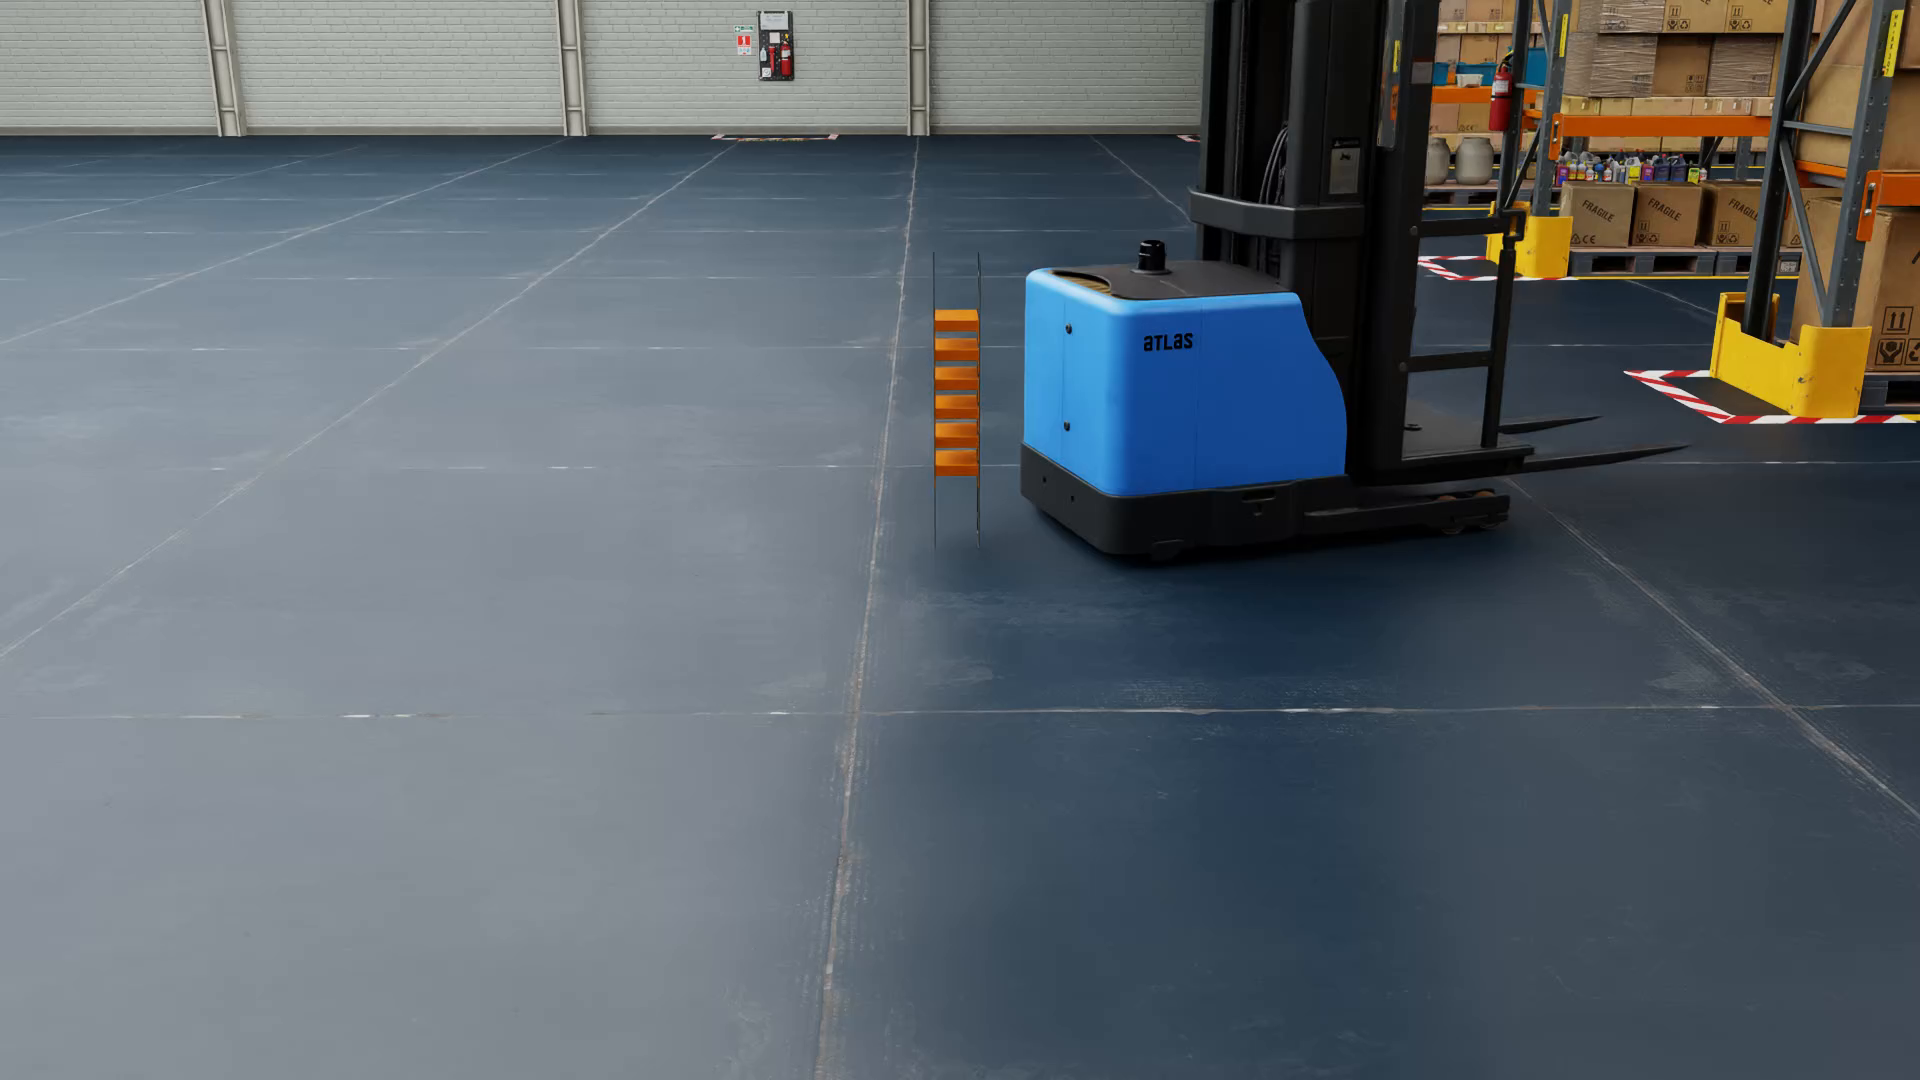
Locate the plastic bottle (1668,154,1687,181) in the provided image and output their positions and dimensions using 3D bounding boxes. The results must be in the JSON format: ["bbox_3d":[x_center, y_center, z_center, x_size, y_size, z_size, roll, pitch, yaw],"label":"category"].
[{"bbox_3d":[8.101,-4.179,18.782,0.185,0.351,0.144,-1,18,-2],"label":"plastic bottle"}]

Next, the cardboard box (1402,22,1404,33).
[{"bbox_3d":[6.094,-7.114,23.088,0.250,0.149,0.380,-1,18,-3],"label":"cardboard box"}]

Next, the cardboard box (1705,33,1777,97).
[{"bbox_3d":[6.368,-4.002,13.962,0.500,0.500,0.875,0,18,-1],"label":"cardboard box"}]

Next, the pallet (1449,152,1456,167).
[{"bbox_3d":[6.647,-5.510,23.877,1.213,0.211,1.003,0,18,-1],"label":"pallet"}]

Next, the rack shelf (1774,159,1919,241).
[{"bbox_3d":[6.796,-1.942,9.369,4.000,0.370,1.077,0,18,-1],"label":"rack shelf"}]

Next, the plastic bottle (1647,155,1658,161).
[{"bbox_3d":[8.092,-4.357,19.459,0.135,0.276,0.152,0,18,1],"label":"plastic bottle"}]

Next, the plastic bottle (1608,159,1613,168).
[{"bbox_3d":[7.421,-4.178,18.887,0.133,0.283,0.061,0,18,-1],"label":"plastic bottle"}]

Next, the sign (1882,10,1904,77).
[{"bbox_3d":[4.799,-2.555,8.556,0.005,0.325,0.100,0,18,-1],"label":"sign"}]

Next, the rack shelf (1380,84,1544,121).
[{"bbox_3d":[6.740,-4.970,18.808,4.000,0.370,1.077,0,18,-1],"label":"rack shelf"}]

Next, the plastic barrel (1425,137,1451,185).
[{"bbox_3d":[5.398,-4.345,19.067,0.421,0.512,0.421,0,18,0],"label":"plastic barrel"}]

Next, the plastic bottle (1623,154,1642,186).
[{"bbox_3d":[7.586,-4.177,18.774,0.185,0.351,0.144,0,18,-1],"label":"plastic bottle"}]

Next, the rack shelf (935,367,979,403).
[{"bbox_3d":[-0.014,-0.643,6.841,0.180,0.103,0.258,0,18,-1],"label":"rack shelf"}]

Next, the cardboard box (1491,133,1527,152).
[{"bbox_3d":[7.705,-5.658,23.587,0.500,0.250,0.500,0,18,-1],"label":"cardboard box"}]

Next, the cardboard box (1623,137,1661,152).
[{"bbox_3d":[9.584,-5.654,23.577,0.500,0.250,0.500,0,18,1],"label":"cardboard box"}]

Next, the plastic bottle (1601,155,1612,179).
[{"bbox_3d":[7.572,-4.372,19.493,0.133,0.283,0.061,1,18,2],"label":"plastic bottle"}]

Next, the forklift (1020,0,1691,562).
[{"bbox_3d":[1.843,-1.563,7.122,3.031,2.935,1.130,-6,19,-19],"label":"forklift"}]

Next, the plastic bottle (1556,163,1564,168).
[{"bbox_3d":[6.982,-4.278,19.335,0.097,0.201,0.097,0,18,0],"label":"plastic bottle"}]

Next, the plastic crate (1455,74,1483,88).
[{"bbox_3d":[5.641,-5.084,18.416,0.250,0.136,0.298,0,18,-1],"label":"plastic crate"}]

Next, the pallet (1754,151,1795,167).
[{"bbox_3d":[11.841,-5.535,23.955,1.213,0.211,1.003,0,18,-1],"label":"pallet"}]

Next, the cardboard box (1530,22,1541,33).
[{"bbox_3d":[7.888,-7.122,23.114,0.250,0.149,0.380,-1,18,-2],"label":"cardboard box"}]

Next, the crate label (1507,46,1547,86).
[{"bbox_3d":[6.577,-5.411,18.948,0.616,0.435,0.502,0,18,-1],"label":"crate label"}]

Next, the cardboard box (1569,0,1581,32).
[{"bbox_3d":[5.365,-4.534,13.983,0.500,0.500,0.500,0,18,-1],"label":"cardboard box"}]

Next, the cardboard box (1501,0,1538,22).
[{"bbox_3d":[7.717,-7.494,23.210,0.500,0.500,0.700,0,18,-1],"label":"cardboard box"}]

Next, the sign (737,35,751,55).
[{"bbox_3d":[-3.755,-8.613,28.928,0.234,0.329,0.001,0,18,-1],"label":"sign"}]

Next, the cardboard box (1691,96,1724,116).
[{"bbox_3d":[6.108,-3.598,13.764,0.250,0.149,0.380,0,18,-1],"label":"cardboard box"}]

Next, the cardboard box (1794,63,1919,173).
[{"bbox_3d":[5.166,-2.362,9.255,0.550,0.550,0.875,0,18,-1],"label":"cardboard box"}]

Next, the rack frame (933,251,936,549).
[{"bbox_3d":[-0.106,-0.571,6.863,0.006,1.200,0.240,0,18,-1],"label":"rack frame"}]

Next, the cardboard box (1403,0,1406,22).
[{"bbox_3d":[6.216,-7.487,23.188,0.500,0.500,0.700,0,18,-1],"label":"cardboard box"}]

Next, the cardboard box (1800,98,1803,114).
[{"bbox_3d":[6.857,-3.619,13.829,0.250,0.149,0.380,0,18,-1],"label":"cardboard box"}]

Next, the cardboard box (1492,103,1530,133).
[{"bbox_3d":[7.705,-6.015,23.474,0.500,0.500,0.500,0,18,-1],"label":"cardboard box"}]

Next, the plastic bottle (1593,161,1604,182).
[{"bbox_3d":[7.204,-4.130,18.758,0.097,0.271,0.097,0,18,0],"label":"plastic bottle"}]

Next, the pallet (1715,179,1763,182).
[{"bbox_3d":[9.525,-4.010,19.203,1.213,0.211,1.003,0,18,-1],"label":"pallet"}]

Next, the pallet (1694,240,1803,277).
[{"bbox_3d":[6.925,-2.461,14.374,1.213,0.211,1.003,0,18,-1],"label":"pallet"}]

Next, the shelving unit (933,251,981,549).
[{"bbox_3d":[-0.014,-0.571,6.864,0.189,1.200,0.258,0,18,-1],"label":"shelving unit"}]

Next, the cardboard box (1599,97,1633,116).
[{"bbox_3d":[5.358,-3.595,13.754,0.250,0.149,0.380,0,18,-1],"label":"cardboard box"}]

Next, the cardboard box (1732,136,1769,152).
[{"bbox_3d":[11.125,-5.663,23.605,0.500,0.250,0.500,0,18,0],"label":"cardboard box"}]

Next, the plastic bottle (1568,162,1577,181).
[{"bbox_3d":[6.901,-4.129,18.754,0.097,0.271,0.097,0,18,0],"label":"plastic bottle"}]

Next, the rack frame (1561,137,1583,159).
[{"bbox_3d":[8.666,-6.835,23.444,0.127,3.000,1.000,0,18,-1],"label":"rack frame"}]

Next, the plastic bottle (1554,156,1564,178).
[{"bbox_3d":[6.961,-4.352,19.442,0.135,0.276,0.152,-1,18,-2],"label":"plastic bottle"}]

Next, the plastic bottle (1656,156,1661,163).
[{"bbox_3d":[8.094,-4.328,19.356,0.133,0.283,0.061,0,18,-1],"label":"plastic bottle"}]

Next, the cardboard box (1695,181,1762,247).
[{"bbox_3d":[6.667,-2.809,14.297,0.500,0.500,0.500,1,18,4],"label":"cardboard box"}]

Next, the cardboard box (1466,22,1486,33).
[{"bbox_3d":[7.128,-7.119,23.104,0.250,0.149,0.380,0,18,1],"label":"cardboard box"}]

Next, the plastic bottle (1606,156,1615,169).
[{"bbox_3d":[7.591,-4.342,19.420,0.097,0.271,0.097,0,18,0],"label":"plastic bottle"}]

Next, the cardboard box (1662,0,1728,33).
[{"bbox_3d":[5.873,-4.375,13.489,0.500,0.500,0.500,0,18,-1],"label":"cardboard box"}]

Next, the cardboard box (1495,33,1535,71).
[{"bbox_3d":[7.695,-6.874,23.402,0.500,0.500,0.700,0,18,-1],"label":"cardboard box"}]

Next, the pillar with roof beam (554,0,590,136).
[{"bbox_3d":[-6.660,-10.080,23.739,0.400,9.000,9.100,0,18,-1],"label":"pillar with roof beam"}]

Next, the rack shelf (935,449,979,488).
[{"bbox_3d":[-0.014,-0.300,6.951,0.180,0.103,0.258,0,18,-1],"label":"rack shelf"}]

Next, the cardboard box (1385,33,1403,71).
[{"bbox_3d":[6.155,-6.867,23.378,0.500,0.500,0.700,0,18,0],"label":"cardboard box"}]

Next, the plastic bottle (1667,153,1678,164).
[{"bbox_3d":[8.099,-4.223,18.919,0.185,0.351,0.144,0,18,-1],"label":"plastic bottle"}]
